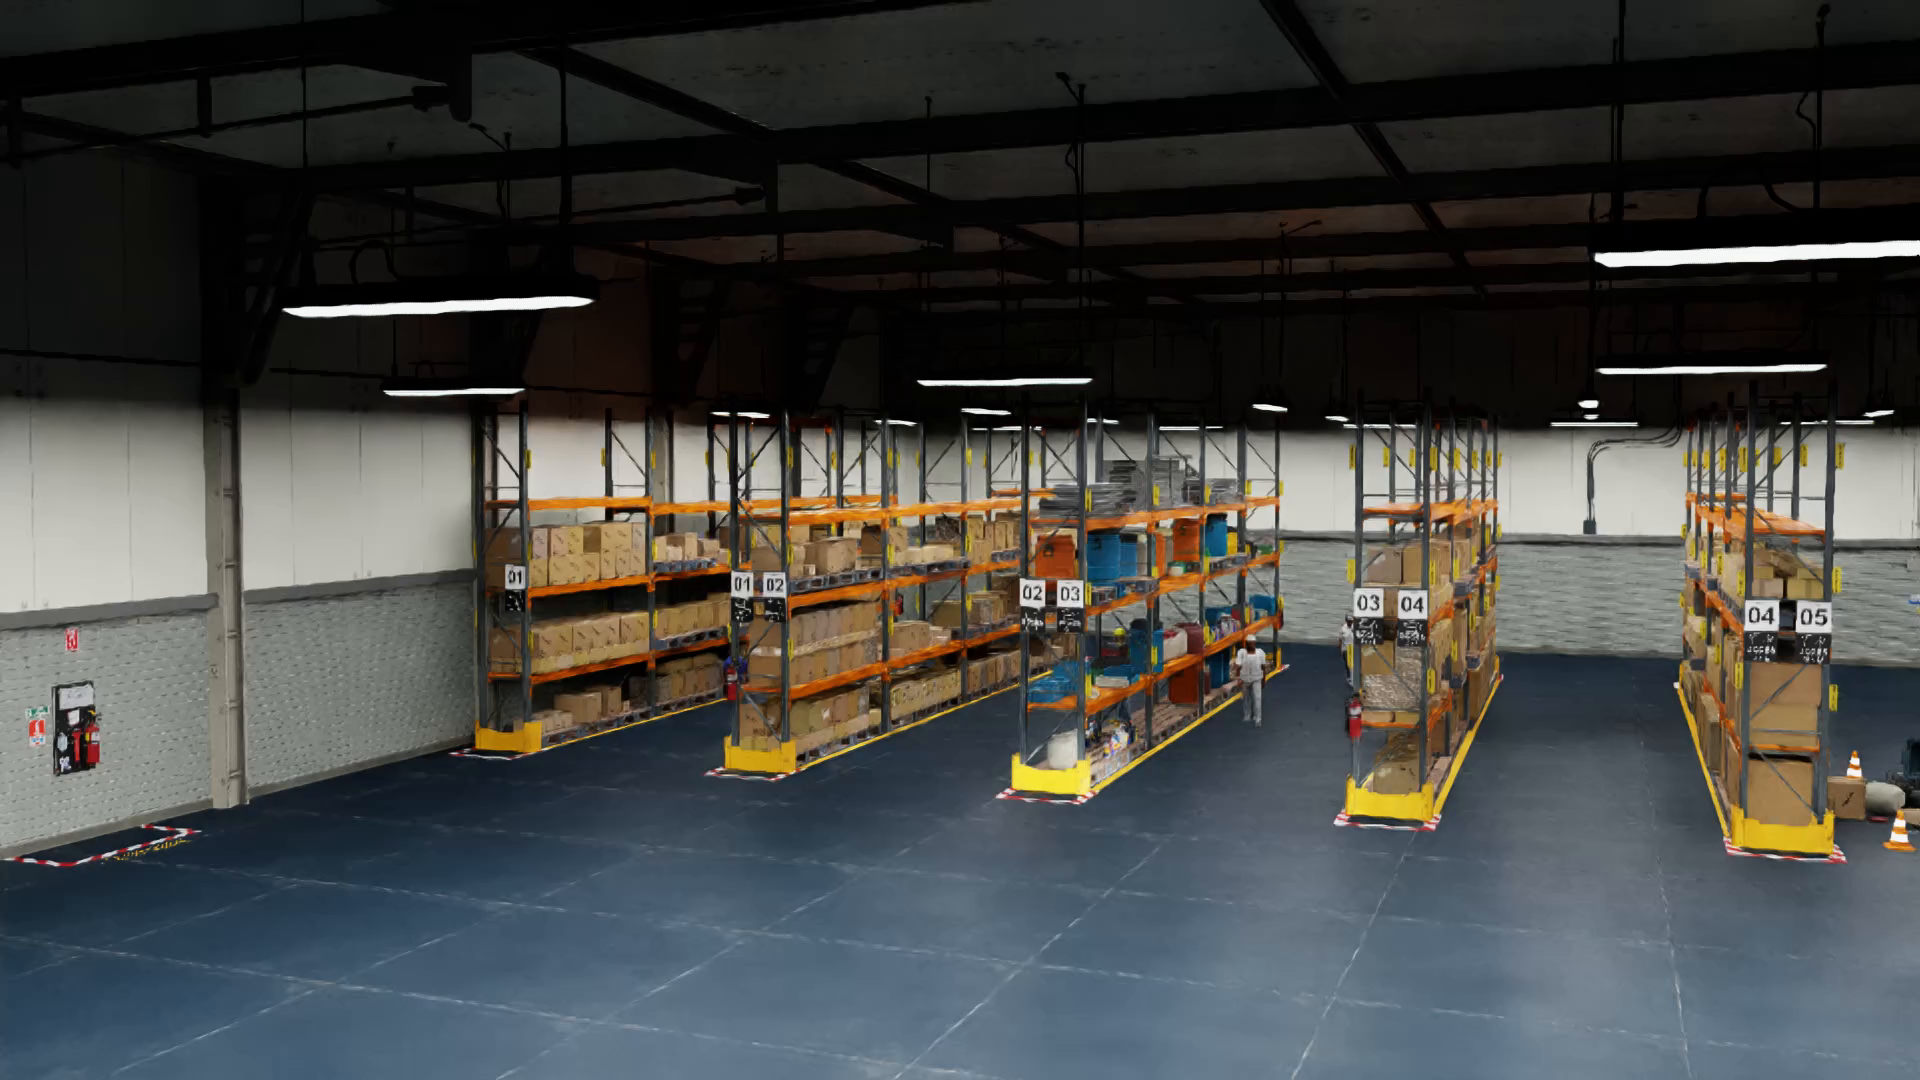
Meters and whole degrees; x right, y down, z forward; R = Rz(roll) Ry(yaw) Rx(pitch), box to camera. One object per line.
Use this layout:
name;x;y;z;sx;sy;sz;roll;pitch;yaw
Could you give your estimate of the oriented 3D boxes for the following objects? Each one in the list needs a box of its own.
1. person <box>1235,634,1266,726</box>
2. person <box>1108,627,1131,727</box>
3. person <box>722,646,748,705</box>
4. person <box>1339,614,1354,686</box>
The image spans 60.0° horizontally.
person;5.465;2.617;31.291;0.571;1.708;1.033;1;3;13
person;2.858;2.440;29.766;0.579;1.763;0.691;2;3;31
person;-4.163;2.702;30.763;0.443;1.574;0.997;1;3;13
person;8.611;2.402;36.759;0.456;1.589;1.088;1;3;23
